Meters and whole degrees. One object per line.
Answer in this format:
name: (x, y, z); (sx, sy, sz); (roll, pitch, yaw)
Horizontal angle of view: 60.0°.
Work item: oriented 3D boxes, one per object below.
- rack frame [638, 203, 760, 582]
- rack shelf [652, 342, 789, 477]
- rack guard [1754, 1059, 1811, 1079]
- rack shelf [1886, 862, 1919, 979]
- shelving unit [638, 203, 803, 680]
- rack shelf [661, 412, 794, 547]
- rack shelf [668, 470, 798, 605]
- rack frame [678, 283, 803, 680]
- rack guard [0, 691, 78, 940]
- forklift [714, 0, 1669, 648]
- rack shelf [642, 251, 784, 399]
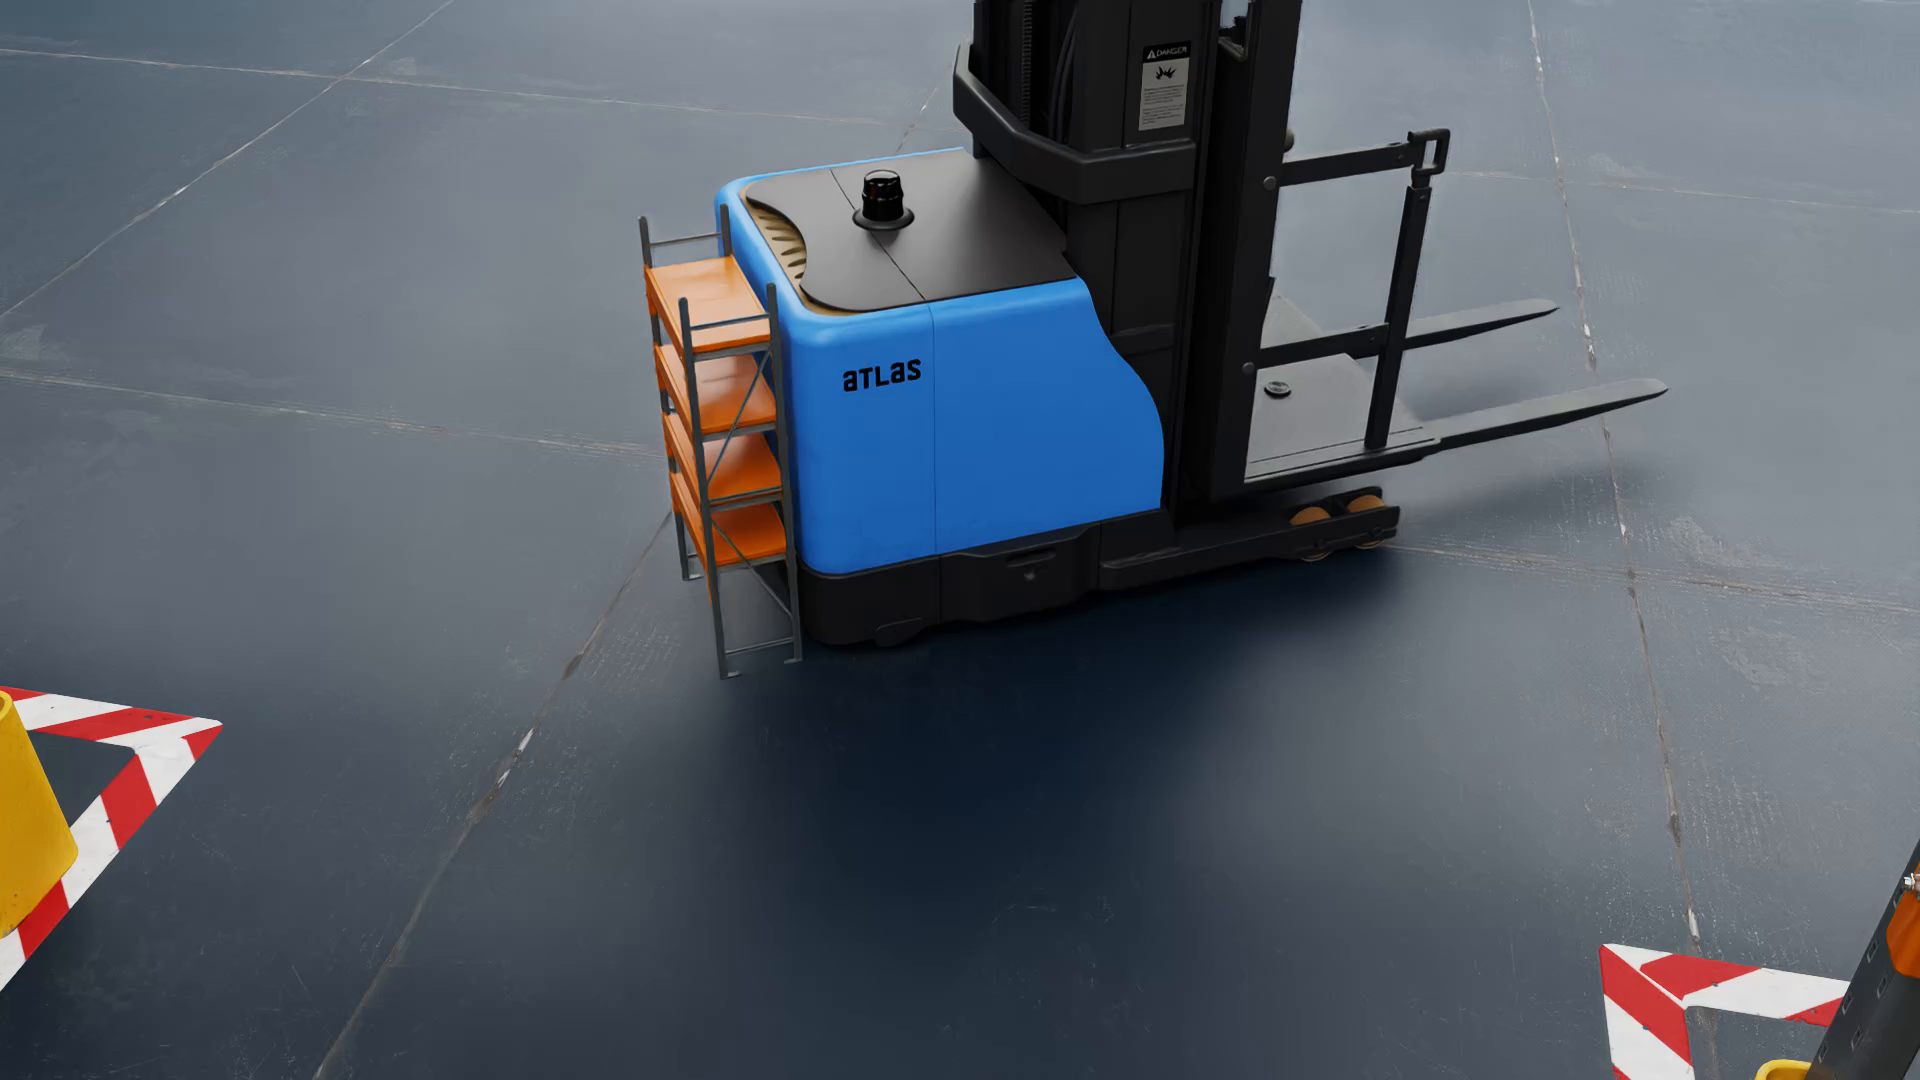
rack frame: (-0.734, -0.386, 4.761); (0.240, 1.200, 0.015); (-12, 38, -16)
rack shelf: (-0.650, -0.379, 4.483); (0.258, 0.148, 0.480); (-12, 38, -16)
rack guard: (2.001, 1.327, 2.993); (1.175, 0.500, 0.348); (7, 37, 10)
rack shelf: (1.590, 1.709, 0.949); (1.077, 0.370, 4.000); (7, 37, 10)
shelving unit: (-0.650, -0.252, 4.575); (0.258, 1.200, 0.503); (-12, 38, -16)
rack shelf: (-0.650, -0.197, 4.615); (0.258, 0.148, 0.480); (-12, 38, -16)
rack shelf: (-0.650, -0.037, 4.731); (0.258, 0.148, 0.480); (-12, 38, -16)
rack frame: (-0.565, -0.118, 4.390); (0.240, 1.200, 0.015); (-12, 38, -16)
rack guard: (-2.801, 0.590, 4.010); (1.175, 0.500, 0.348); (7, 37, 10)
forklift: (0.840, -1.400, 4.685); (3.031, 2.935, 1.130); (-12, 38, -16)
rack shelf: (-0.650, -0.570, 4.345); (0.258, 0.148, 0.480); (-12, 38, -16)
